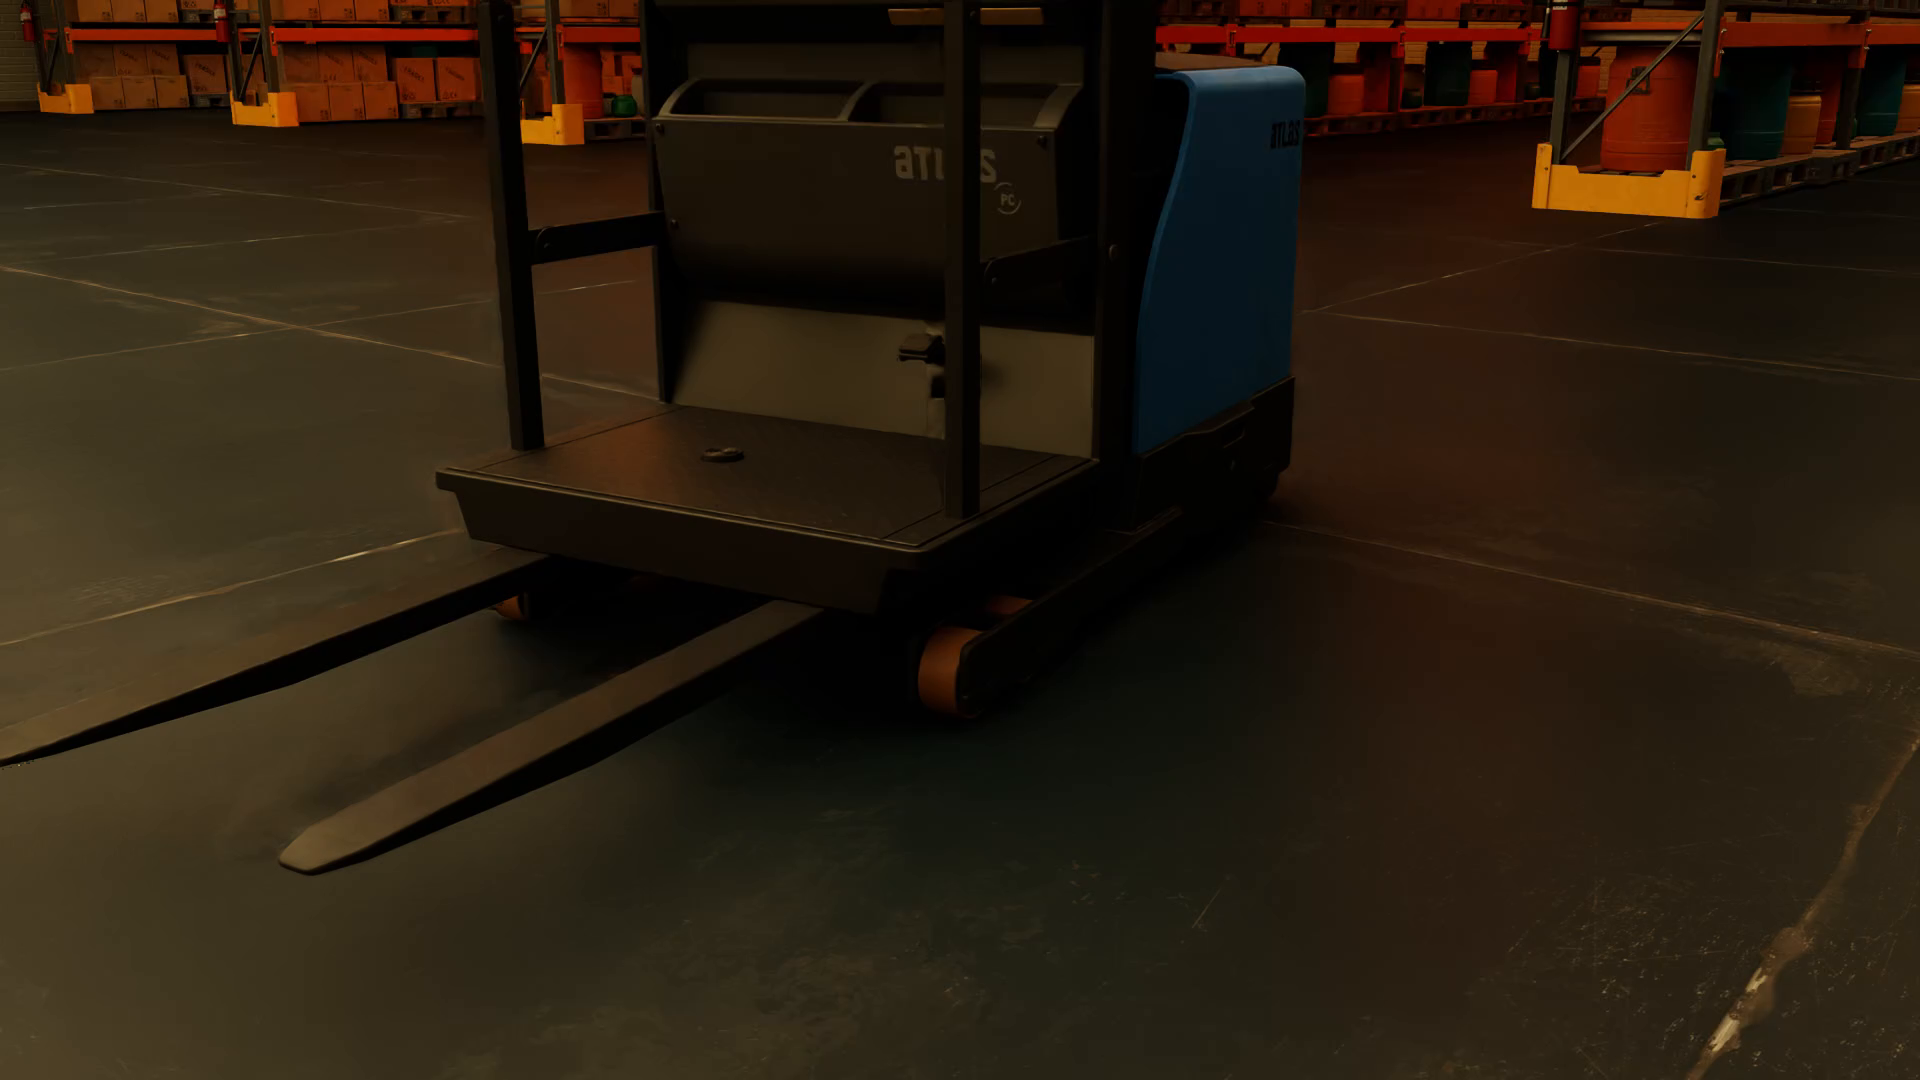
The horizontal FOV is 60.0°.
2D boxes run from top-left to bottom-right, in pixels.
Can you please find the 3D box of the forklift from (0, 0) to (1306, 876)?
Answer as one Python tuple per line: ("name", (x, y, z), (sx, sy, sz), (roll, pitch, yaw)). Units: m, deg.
("forklift", (-0.299, -1.238, 2.973), (1.130, 2.935, 3.031), (9, 19, 28))
